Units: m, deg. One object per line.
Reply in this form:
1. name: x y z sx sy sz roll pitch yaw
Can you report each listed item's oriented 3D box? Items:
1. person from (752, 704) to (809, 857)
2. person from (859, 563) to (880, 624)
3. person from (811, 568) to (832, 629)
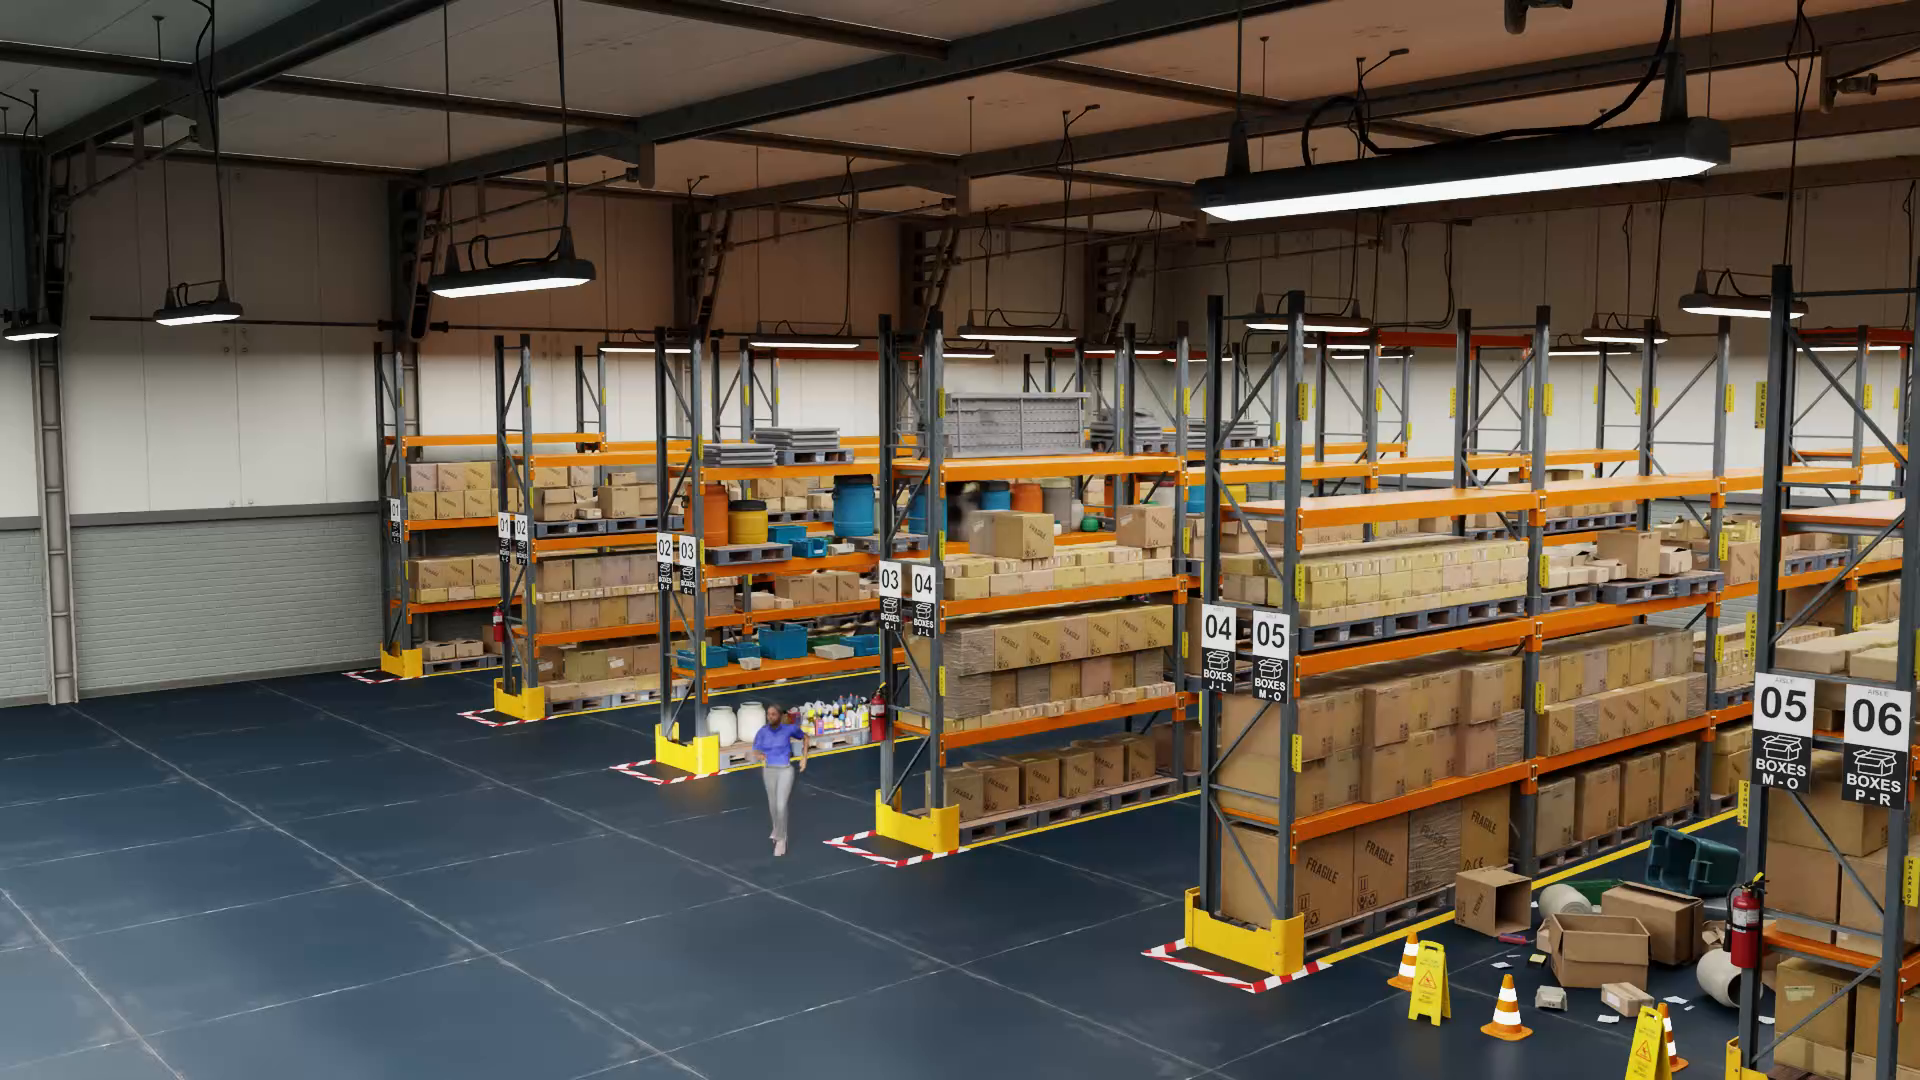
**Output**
1. person: -2.011 2.658 18.605 0.583 1.694 0.879 1 5 10
2. person: -1.739 1.252 33.269 0.904 1.731 0.645 -4 7 -39
3. person: -2.779 1.246 33.223 0.669 1.807 0.892 3 6 34
